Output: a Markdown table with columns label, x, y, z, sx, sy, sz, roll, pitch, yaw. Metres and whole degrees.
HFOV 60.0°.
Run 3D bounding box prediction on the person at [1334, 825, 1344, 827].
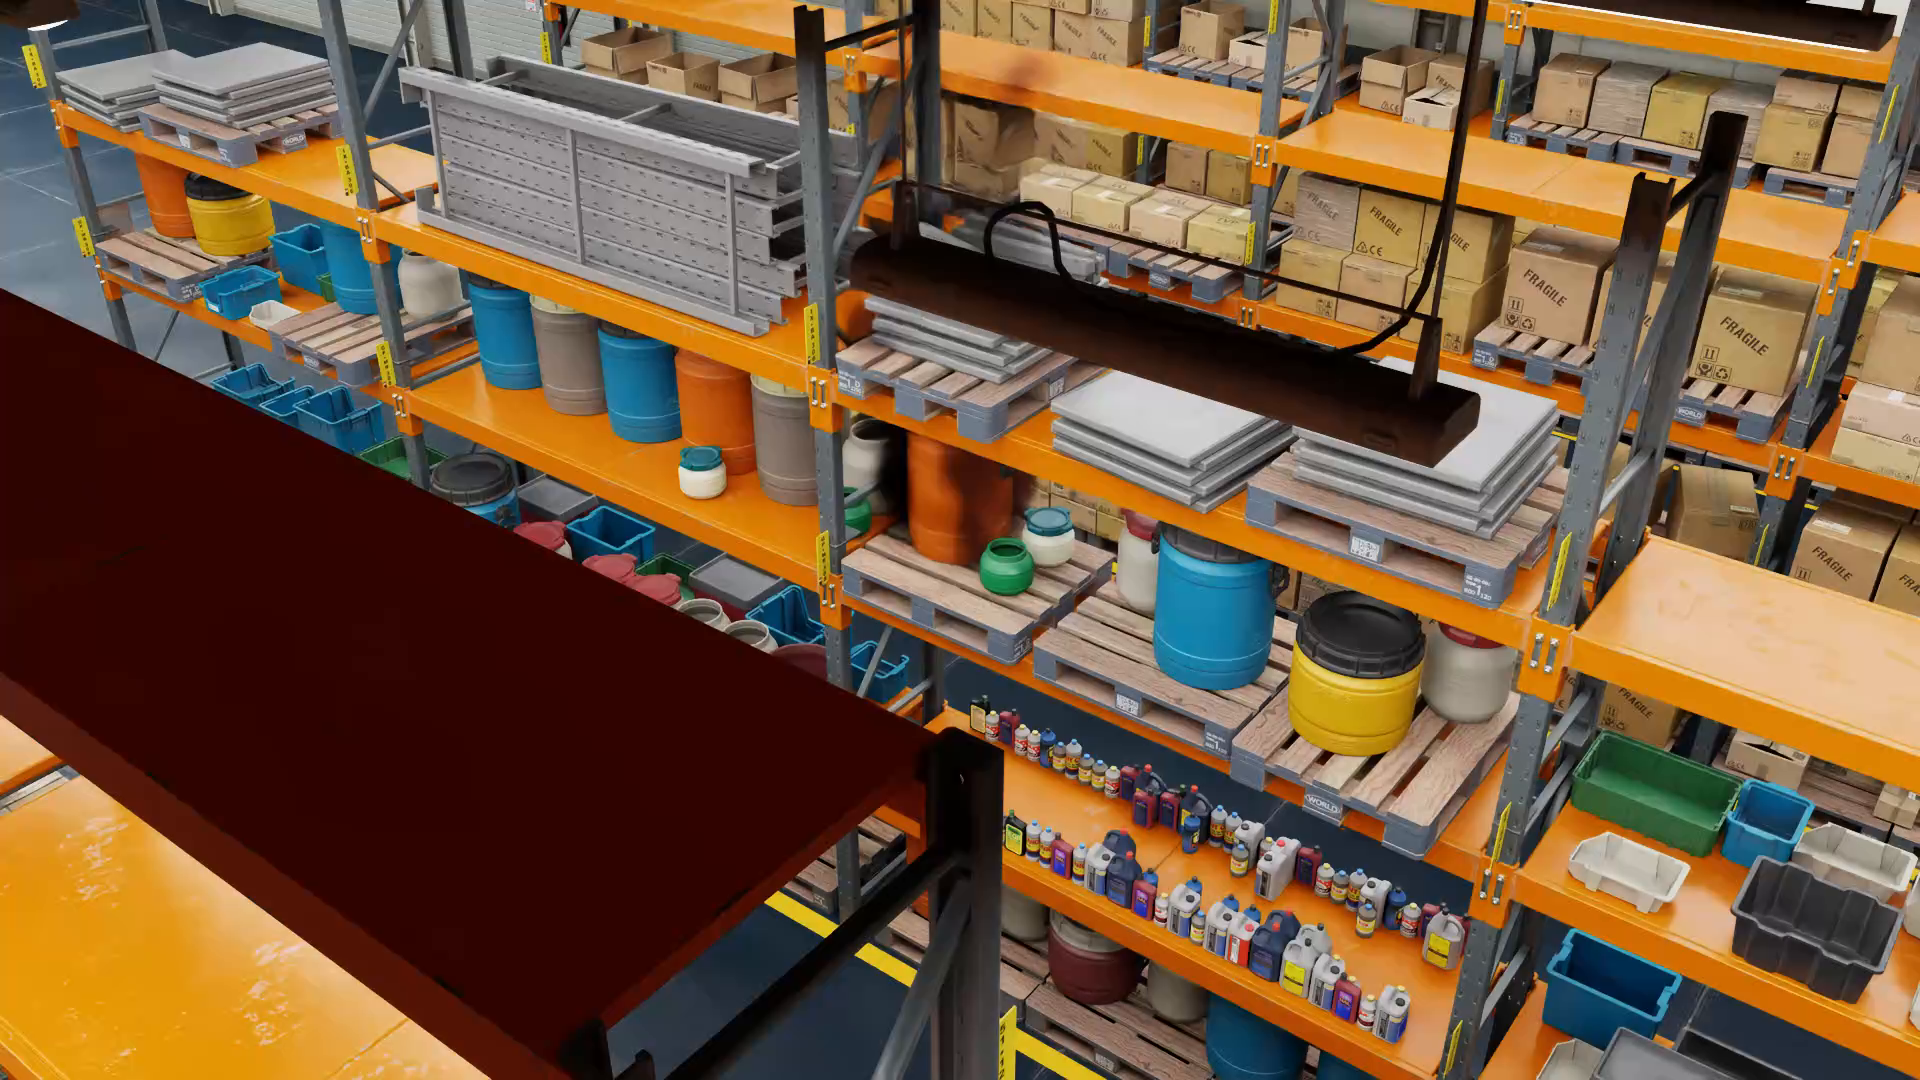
| label | x | y | z | sx | sy | sz | roll | pitch | yaw |
| --- | --- | --- | --- | --- | --- | --- | --- | --- | --- |
| person | 2.806 | 1.317 | 11.519 | 0.663 | 1.663 | 0.549 | 17 | 35 | 26 |
